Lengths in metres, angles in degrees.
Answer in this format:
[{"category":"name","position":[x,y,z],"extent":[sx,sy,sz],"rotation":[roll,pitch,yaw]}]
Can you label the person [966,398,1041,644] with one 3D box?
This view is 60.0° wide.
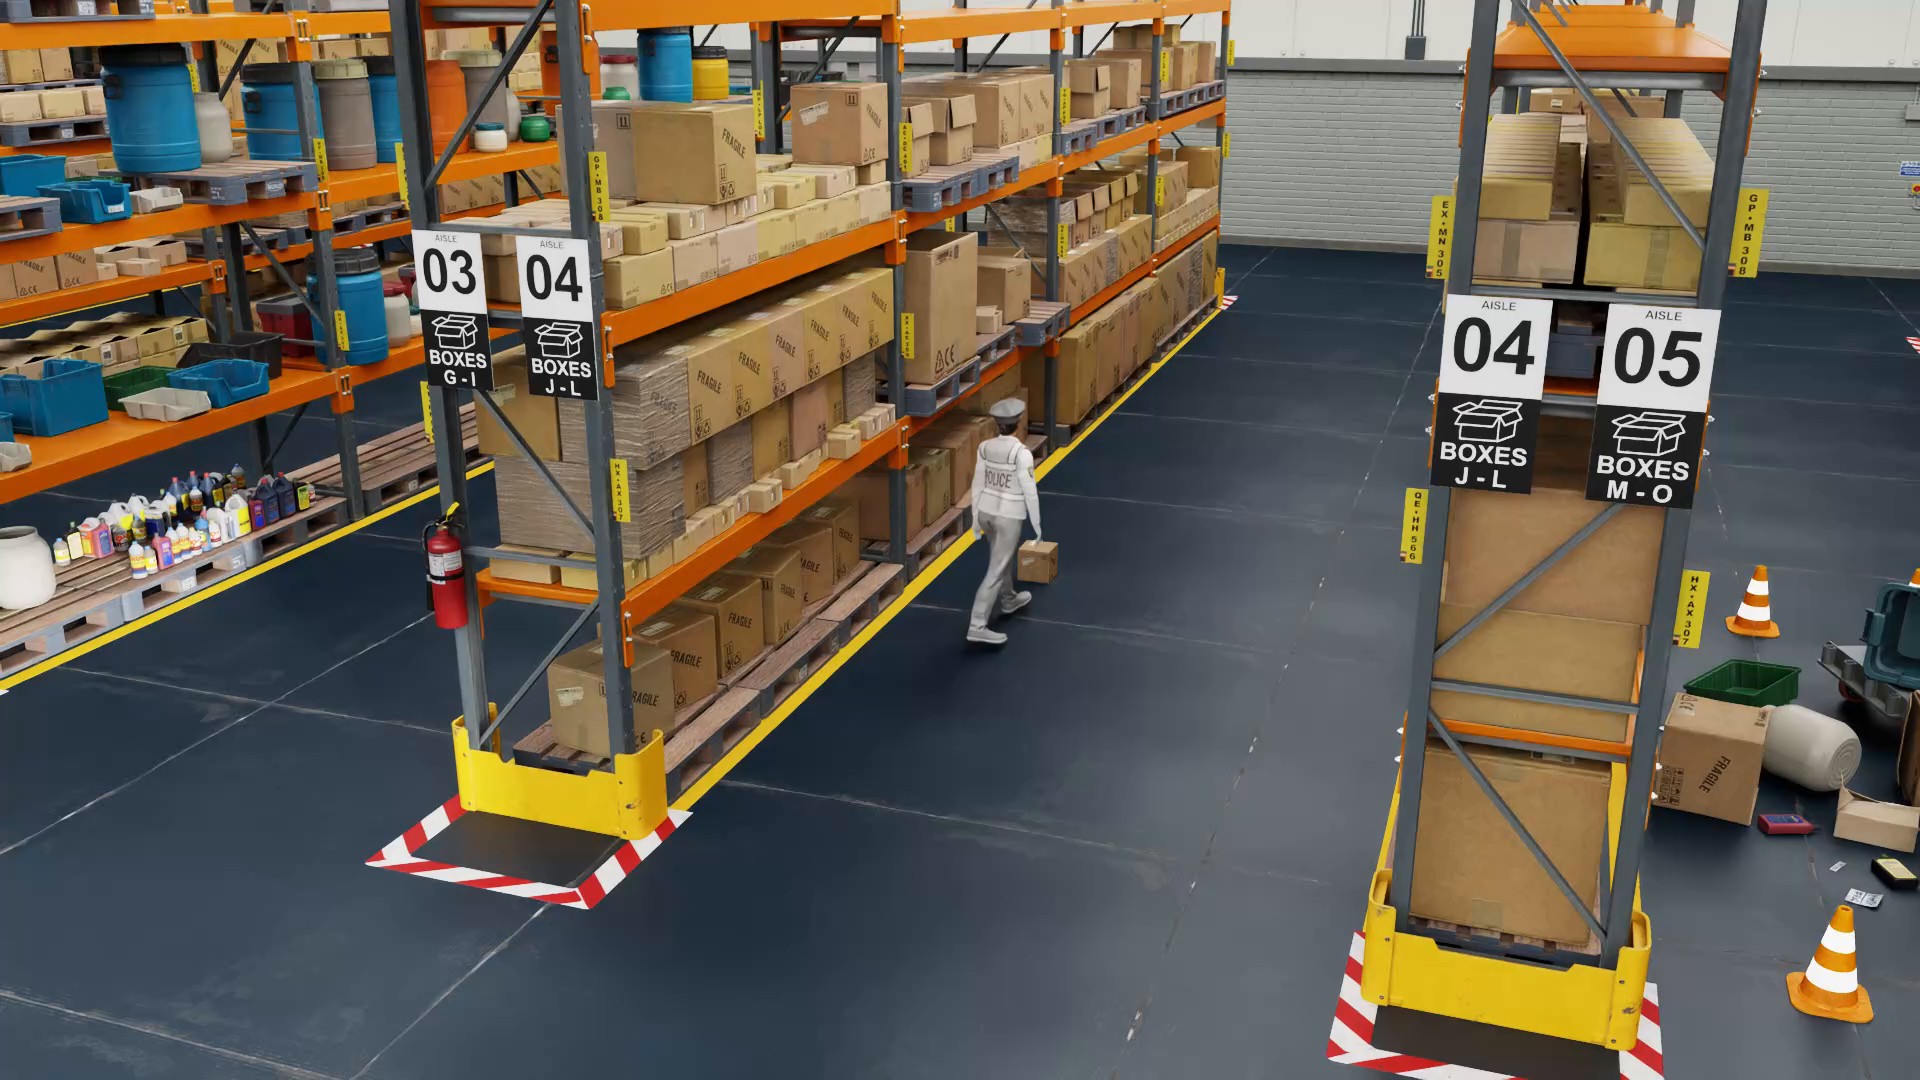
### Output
[{"category":"person","position":[0.313,-0.160,11.513],"extent":[0.919,1.627,0.525],"rotation":[-17,25,-41]}]
